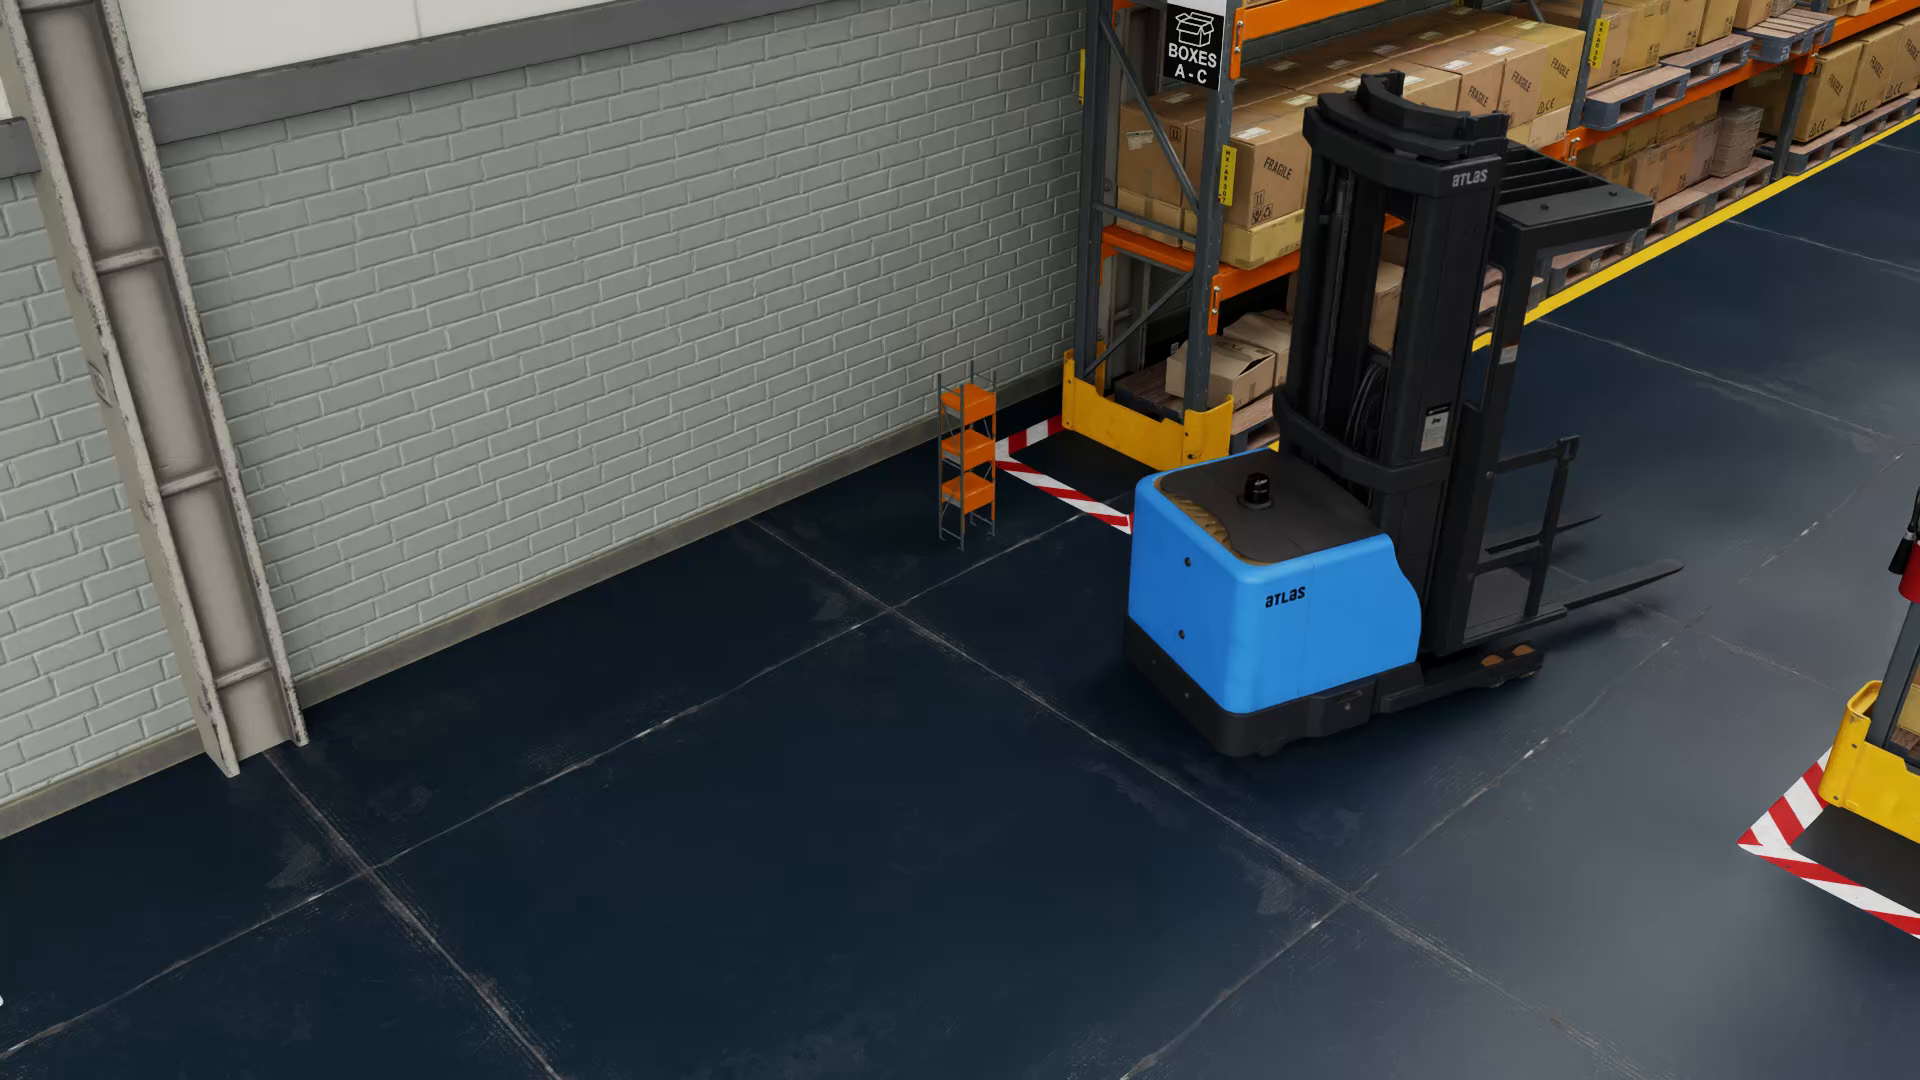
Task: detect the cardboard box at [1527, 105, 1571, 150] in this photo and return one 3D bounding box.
[{"bbox_3d":[3.892,-2.925,11.618,0.500,0.250,0.500,-26,40,-35],"label":"cardboard box"}]

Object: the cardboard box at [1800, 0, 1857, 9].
[{"bbox_3d":[7.496,-4.936,14.381,0.500,0.500,0.500,-24,39,-34],"label":"cardboard box"}]

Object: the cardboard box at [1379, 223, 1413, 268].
[{"bbox_3d":[3.299,-2.003,11.958,0.500,0.500,0.500,26,40,35],"label":"cardboard box"}]

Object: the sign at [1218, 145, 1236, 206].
[{"bbox_3d":[1.469,-2.008,9.163,0.005,0.325,0.100,-26,40,-35],"label":"sign"}]

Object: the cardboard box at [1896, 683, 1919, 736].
[{"bbox_3d":[4.663,0.738,7.735,0.500,0.250,0.500,-26,40,-35],"label":"cardboard box"}]

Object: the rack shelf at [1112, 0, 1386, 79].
[{"bbox_3d":[2.567,-3.528,10.293,4.000,0.370,1.077,-26,40,-35],"label":"rack shelf"}]

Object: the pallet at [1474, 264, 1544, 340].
[{"bbox_3d":[3.565,-1.823,12.364,1.213,0.211,1.003,-26,40,-35],"label":"pallet"}]

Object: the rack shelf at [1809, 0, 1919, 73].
[{"bbox_3d":[8.433,-5.086,15.716,4.000,0.370,1.077,-26,40,-35],"label":"rack shelf"}]

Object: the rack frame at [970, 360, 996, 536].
[{"bbox_3d":[0.129,-0.510,9.412,0.008,1.050,0.200,-26,40,-35],"label":"rack frame"}]

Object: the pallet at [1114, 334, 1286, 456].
[{"bbox_3d":[1.775,-0.958,10.948,1.213,0.211,1.003,-26,40,-35],"label":"pallet"}]

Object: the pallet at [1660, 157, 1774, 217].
[{"bbox_3d":[6.392,-3.217,14.643,1.213,0.211,1.003,-26,40,-35],"label":"pallet"}]

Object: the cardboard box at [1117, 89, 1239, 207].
[{"bbox_3d":[1.301,-2.359,9.972,0.500,0.500,0.500,-26,40,-36],"label":"cardboard box"}]

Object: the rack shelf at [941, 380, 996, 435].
[{"bbox_3d":[0.039,-0.700,9.199,0.240,0.259,0.215,-26,40,-35],"label":"rack shelf"}]

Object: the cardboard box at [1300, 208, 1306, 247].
[{"bbox_3d":[2.045,-2.032,10.156,0.500,0.250,0.500,-27,41,-37],"label":"cardboard box"}]

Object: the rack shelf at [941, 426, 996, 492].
[{"bbox_3d":[0.039,-0.458,9.347,0.240,0.259,0.215,-26,40,-35],"label":"rack shelf"}]

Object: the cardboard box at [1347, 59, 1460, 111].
[{"bbox_3d":[2.777,-2.705,10.538,0.500,0.500,0.500,-24,39,-34],"label":"cardboard box"}]

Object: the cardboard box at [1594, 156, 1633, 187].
[{"bbox_3d":[4.906,-2.856,13.354,0.500,0.500,0.700,-27,40,-36],"label":"cardboard box"}]

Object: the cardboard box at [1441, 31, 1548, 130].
[{"bbox_3d":[3.535,-3.064,11.126,0.500,0.500,0.500,-26,40,-36],"label":"cardboard box"}]

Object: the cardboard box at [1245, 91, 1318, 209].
[{"bbox_3d":[2.024,-2.336,9.935,0.500,0.500,0.500,-26,40,-35],"label":"cardboard box"}]

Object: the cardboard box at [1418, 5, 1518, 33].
[{"bbox_3d":[3.546,-3.442,11.744,0.500,0.500,0.500,-27,40,-36],"label":"cardboard box"}]

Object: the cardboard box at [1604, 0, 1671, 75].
[{"bbox_3d":[4.844,-3.858,12.501,0.500,0.500,0.700,-21,37,-31],"label":"cardboard box"}]

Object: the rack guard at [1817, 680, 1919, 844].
[{"bbox_3d":[4.453,1.123,7.269,0.348,0.500,1.175,-26,40,-35],"label":"rack guard"}]

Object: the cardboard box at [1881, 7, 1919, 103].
[{"bbox_3d":[8.861,-4.768,16.164,0.750,0.750,0.750,-24,39,-34],"label":"cardboard box"}]

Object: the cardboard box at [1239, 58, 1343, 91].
[{"bbox_3d":[2.053,-2.719,10.561,0.500,0.500,0.500,-27,41,-37],"label":"cardboard box"}]

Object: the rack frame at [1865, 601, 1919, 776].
[{"bbox_3d":[4.471,0.048,6.631,0.127,3.000,1.000,-26,40,-35],"label":"rack frame"}]

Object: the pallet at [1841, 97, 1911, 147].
[{"bbox_3d":[8.490,-4.175,16.210,1.213,0.211,1.003,-26,40,-35],"label":"pallet"}]

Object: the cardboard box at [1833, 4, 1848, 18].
[{"bbox_3d":[7.556,-4.699,14.615,0.250,0.149,0.380,-25,39,-35],"label":"cardboard box"}]

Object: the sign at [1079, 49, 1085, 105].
[{"bbox_3d":[0.737,-2.694,9.702,0.005,0.325,0.100,-26,40,-35],"label":"sign"}]

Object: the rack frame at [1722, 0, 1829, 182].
[{"bbox_3d":[6.966,-4.684,14.368,0.127,3.000,1.000,-26,40,-35],"label":"rack frame"}]

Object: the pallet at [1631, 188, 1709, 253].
[{"bbox_3d":[5.498,-2.787,13.939,1.213,0.211,1.003,-26,40,-35],"label":"pallet"}]

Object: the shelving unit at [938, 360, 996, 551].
[{"bbox_3d":[0.039,-0.467,9.342,0.252,1.050,0.215,-26,40,-35],"label":"shelving unit"}]

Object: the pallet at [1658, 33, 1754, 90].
[{"bbox_3d":[5.543,-3.884,13.244,1.213,0.211,1.003,-26,40,-35],"label":"pallet"}]

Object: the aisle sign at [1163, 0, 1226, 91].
[{"bbox_3d":[1.251,-2.815,8.820,0.004,0.787,0.394,-26,40,-35],"label":"aisle sign"}]

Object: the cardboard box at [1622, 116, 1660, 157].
[{"bbox_3d":[5.261,-3.317,13.389,0.500,0.250,0.500,-27,41,-37],"label":"cardboard box"}]

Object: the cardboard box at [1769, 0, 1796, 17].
[{"bbox_3d":[6.628,-4.743,13.949,0.700,0.500,0.500,24,39,34],"label":"cardboard box"}]

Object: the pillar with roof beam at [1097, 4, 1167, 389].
[{"bbox_3d":[3.952,-3.338,6.417,0.400,9.000,9.100,-26,40,-35],"label":"pillar with roof beam"}]

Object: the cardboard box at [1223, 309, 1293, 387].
[{"bbox_3d":[2.087,-1.300,10.990,0.500,0.311,0.500,-22,38,-32],"label":"cardboard box"}]

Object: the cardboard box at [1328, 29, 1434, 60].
[{"bbox_3d":[2.795,-3.086,11.161,0.500,0.500,0.500,-25,39,-34],"label":"cardboard box"}]

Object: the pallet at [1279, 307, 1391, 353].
[{"bbox_3d":[2.670,-1.388,11.653,1.213,0.211,1.003,-26,40,-35],"label":"pallet"}]

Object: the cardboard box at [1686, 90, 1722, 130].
[{"bbox_3d":[6.013,-3.671,13.968,0.500,0.250,0.500,-25,39,-35],"label":"cardboard box"}]

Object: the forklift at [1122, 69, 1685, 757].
[{"bbox_3d":[2.389,-0.741,7.987,3.031,2.935,1.130,-14,34,-22],"label":"forklift"}]

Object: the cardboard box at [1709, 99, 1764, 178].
[{"bbox_3d":[6.474,-3.529,14.455,0.500,0.500,0.700,-25,39,-35],"label":"cardboard box"}]

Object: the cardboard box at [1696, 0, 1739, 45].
[{"bbox_3d":[5.730,-4.293,13.212,0.500,0.500,0.700,-26,40,-35],"label":"cardboard box"}]

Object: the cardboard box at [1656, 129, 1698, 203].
[{"bbox_3d":[5.672,-3.204,13.923,0.500,0.500,0.700,-26,40,-36],"label":"cardboard box"}]

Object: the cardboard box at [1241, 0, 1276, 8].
[{"bbox_3d":[1.515,-3.200,8.952,0.500,0.500,0.500,-25,39,-34],"label":"cardboard box"}]

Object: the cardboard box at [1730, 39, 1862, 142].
[{"bbox_3d":[7.595,-4.156,15.164,0.750,0.750,0.750,-26,40,-36],"label":"cardboard box"}]
